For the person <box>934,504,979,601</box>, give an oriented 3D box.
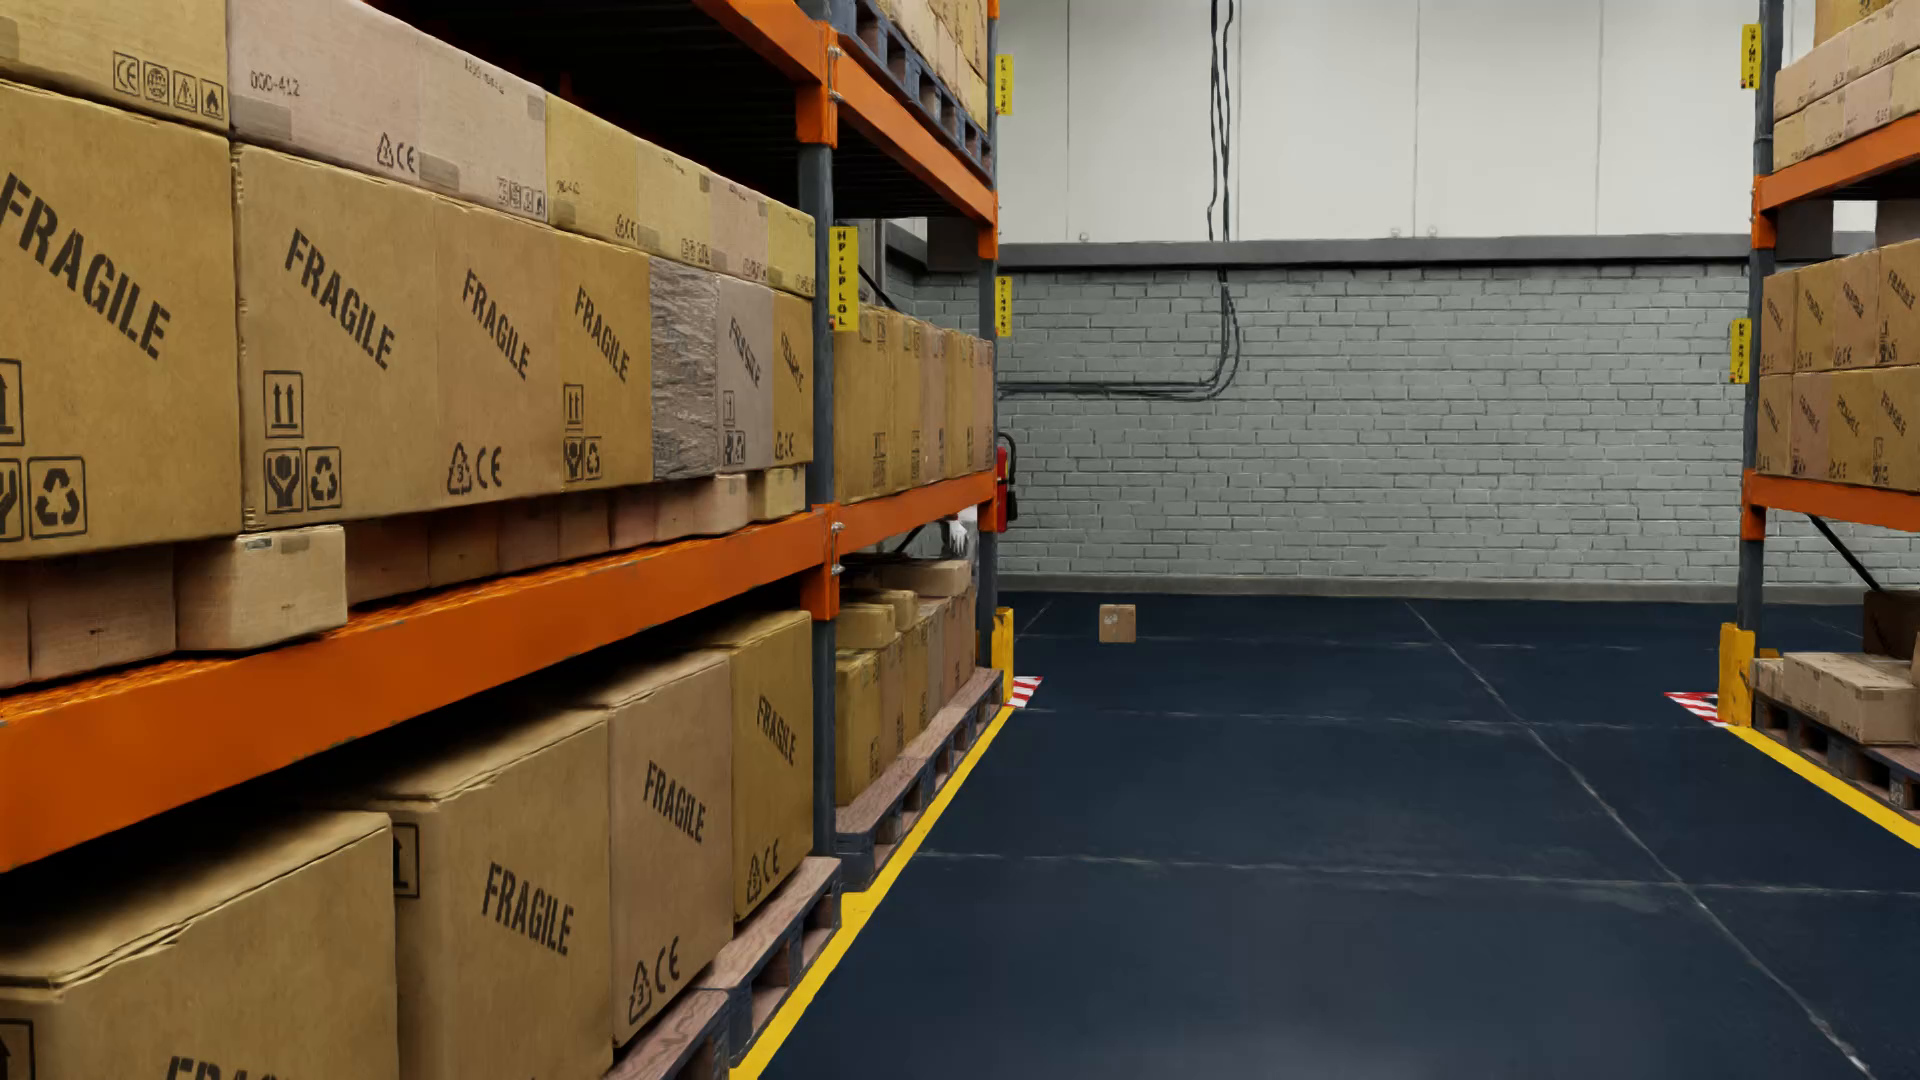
[{"bbox_3d":[0.038,-0.104,10.415,0.392,1.792,0.638,1,5,15],"label":"person"}]
